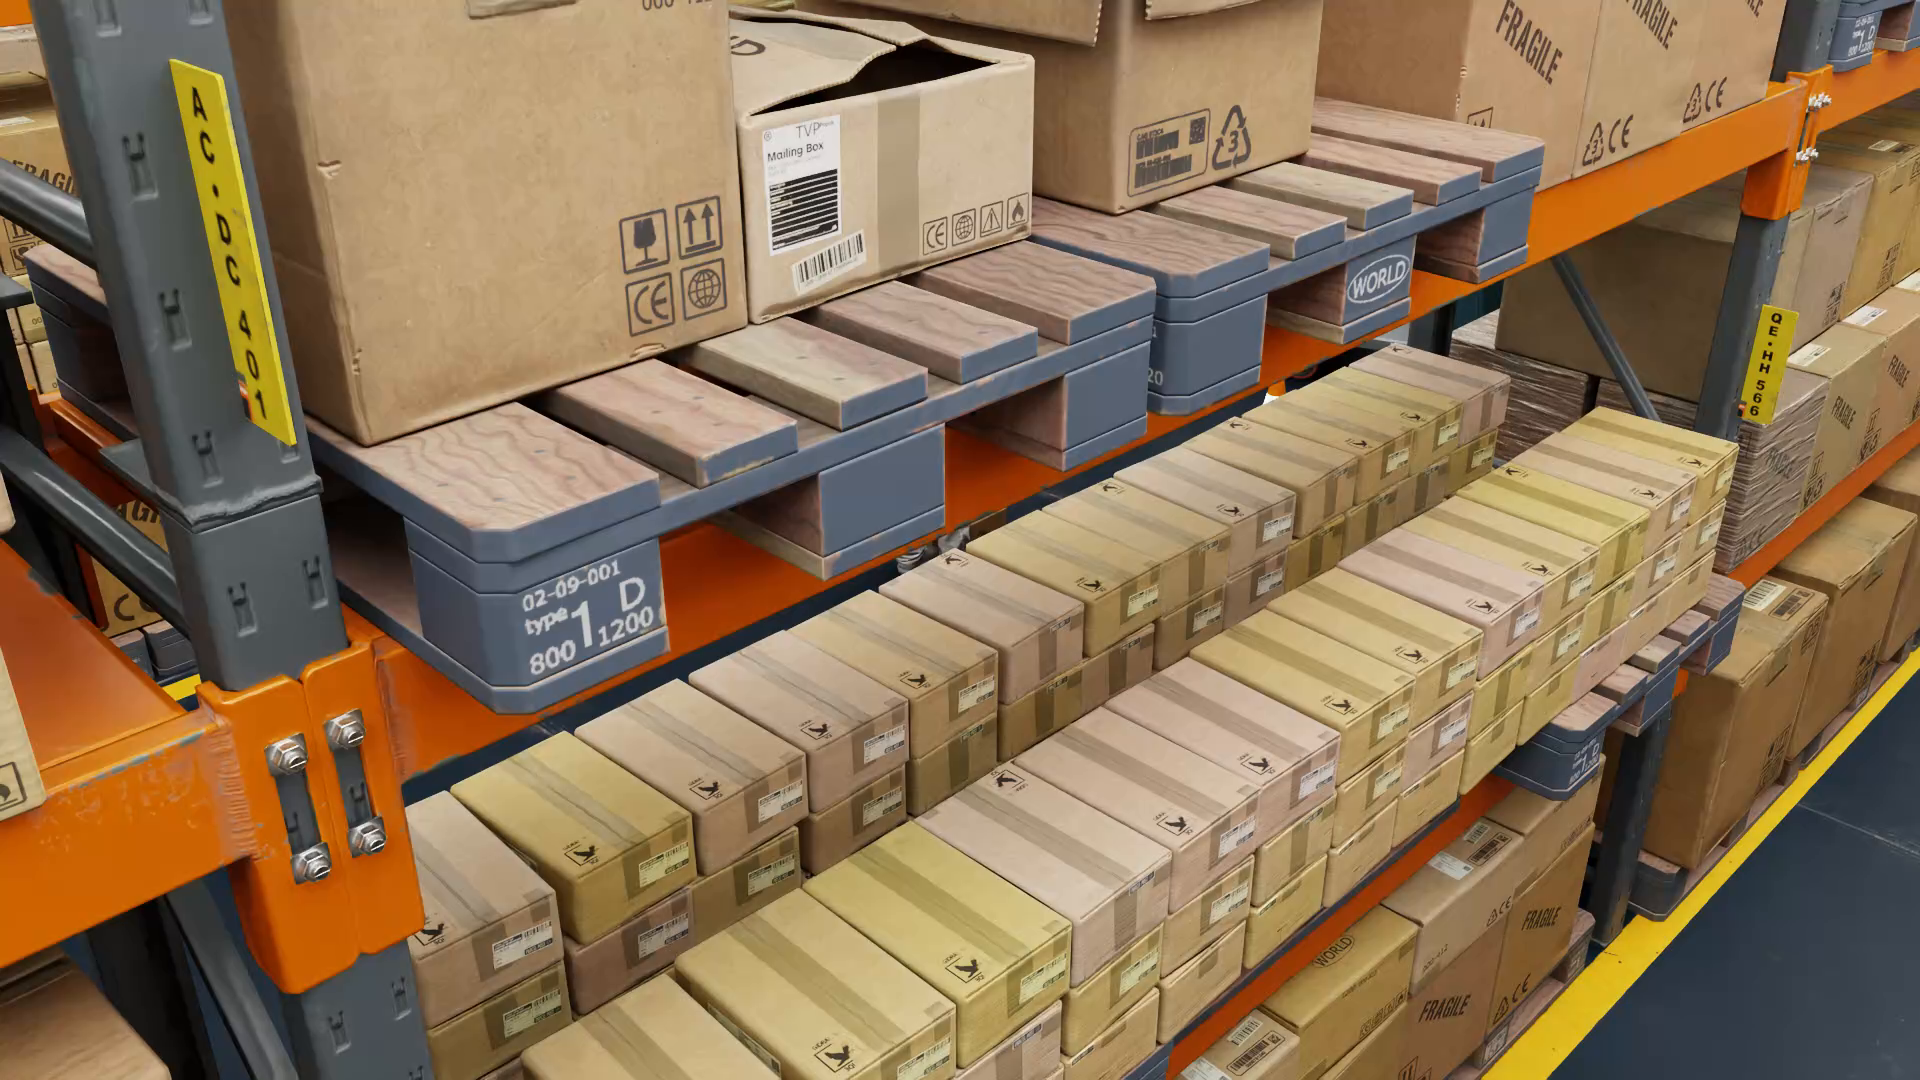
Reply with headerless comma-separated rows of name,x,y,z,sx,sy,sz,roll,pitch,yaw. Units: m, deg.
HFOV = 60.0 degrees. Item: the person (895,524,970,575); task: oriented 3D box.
person,-0.107,-0.636,7.329,0.622,1.774,0.453,24,36,38
